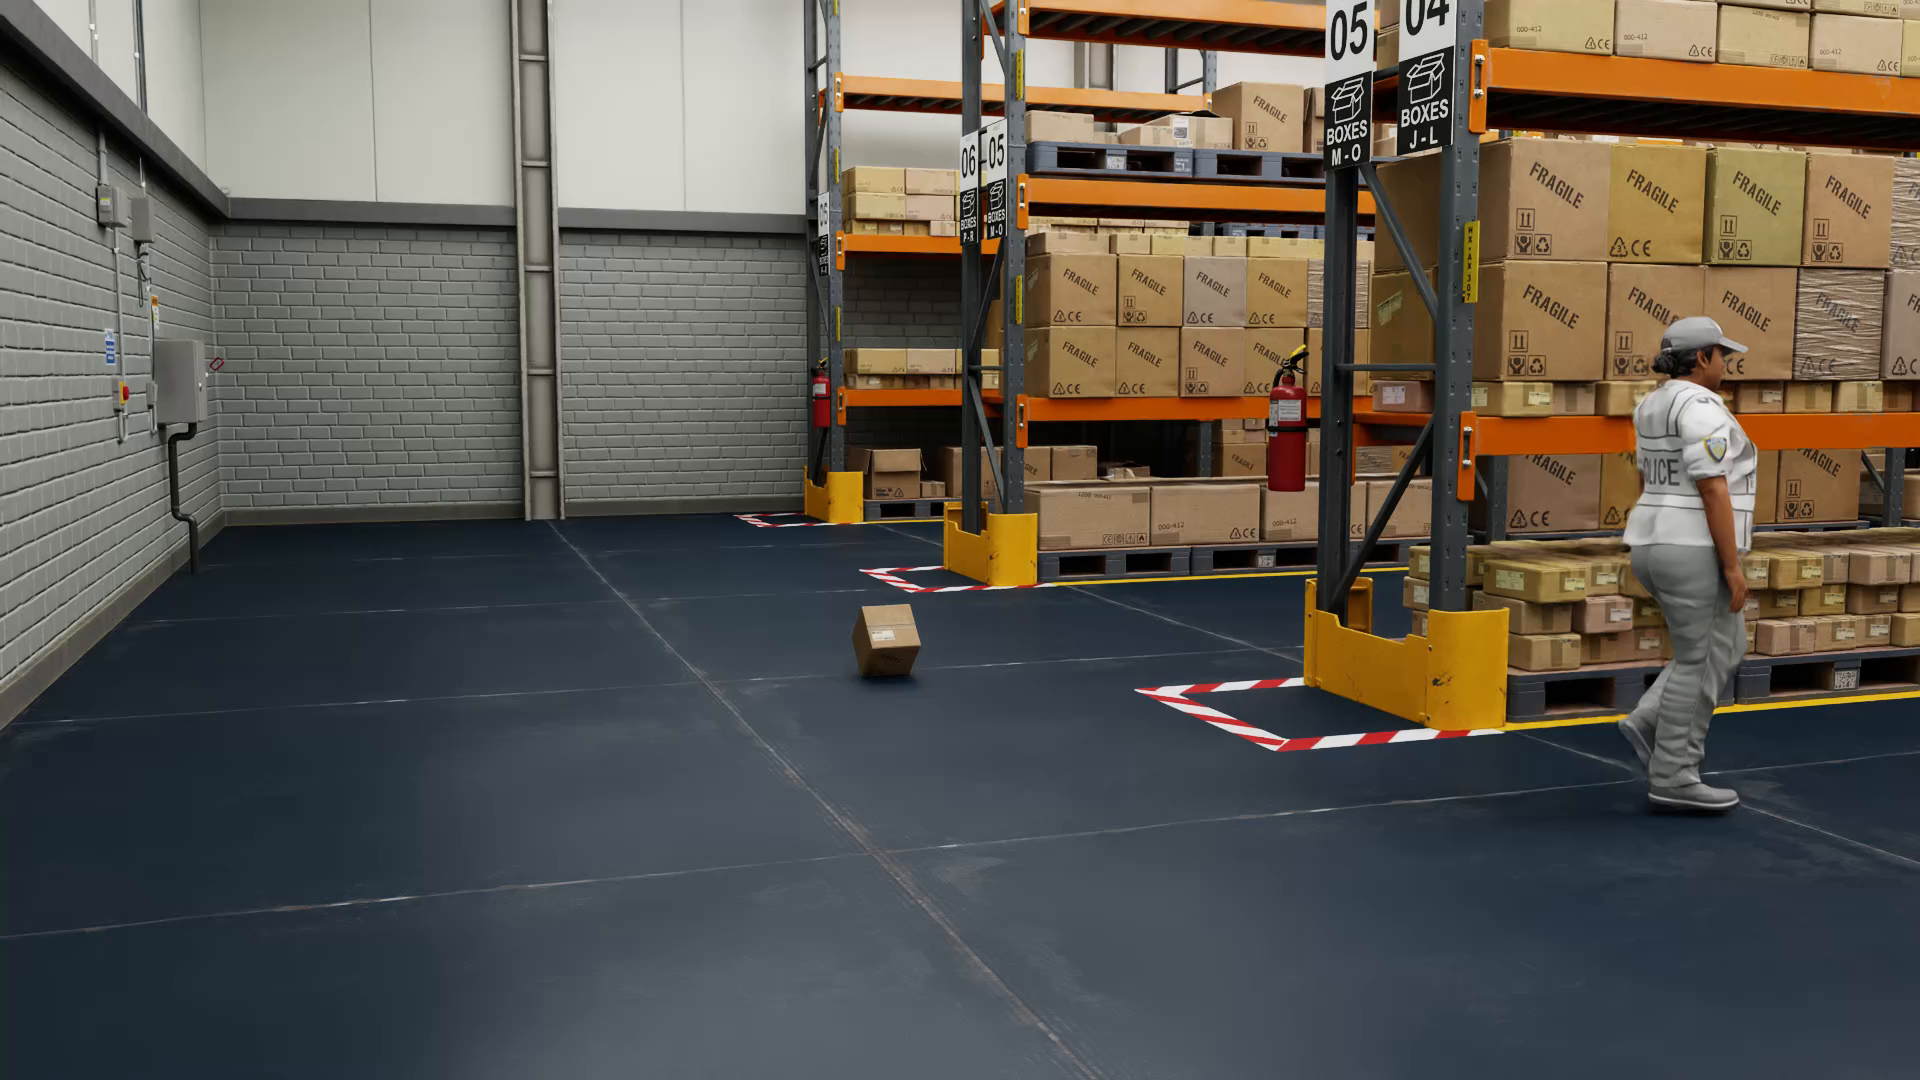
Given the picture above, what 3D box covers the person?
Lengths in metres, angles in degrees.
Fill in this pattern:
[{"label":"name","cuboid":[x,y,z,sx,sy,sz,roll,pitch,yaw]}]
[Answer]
[{"label":"person","cuboid":[2.521,0.068,5.668,0.466,1.652,0.519,0,6,0]}]
